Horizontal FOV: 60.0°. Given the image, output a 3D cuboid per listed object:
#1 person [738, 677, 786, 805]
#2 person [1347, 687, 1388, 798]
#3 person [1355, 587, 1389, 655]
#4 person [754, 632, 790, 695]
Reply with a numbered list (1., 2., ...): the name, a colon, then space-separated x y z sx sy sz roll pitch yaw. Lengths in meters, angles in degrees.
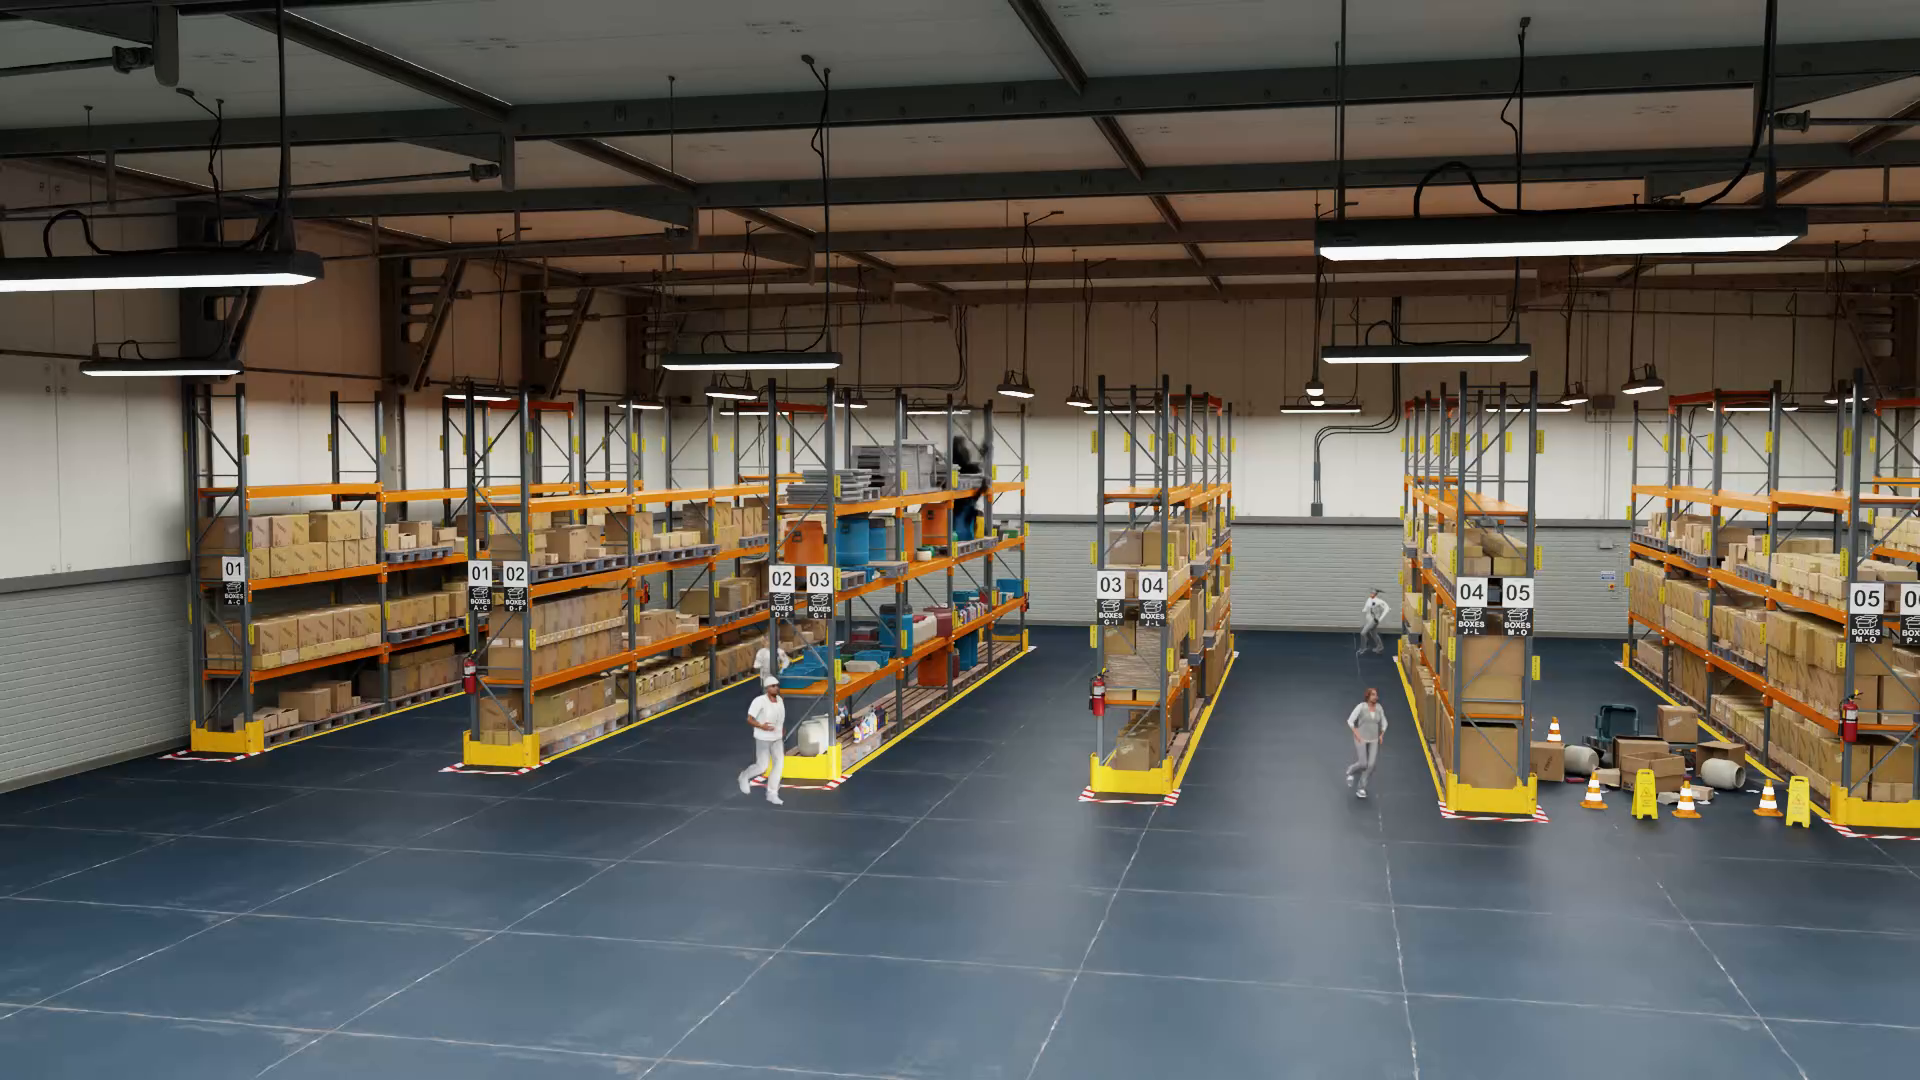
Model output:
1. person: -2.716 2.797 23.424 0.837 1.761 0.710 3 5 44
2. person: 5.825 2.870 23.753 0.569 1.546 0.538 -1 3 -9
3. person: 9.875 1.942 39.620 0.763 1.668 0.736 -1 3 -16
4. person: -3.335 2.486 29.266 0.592 1.734 0.684 0 3 6
